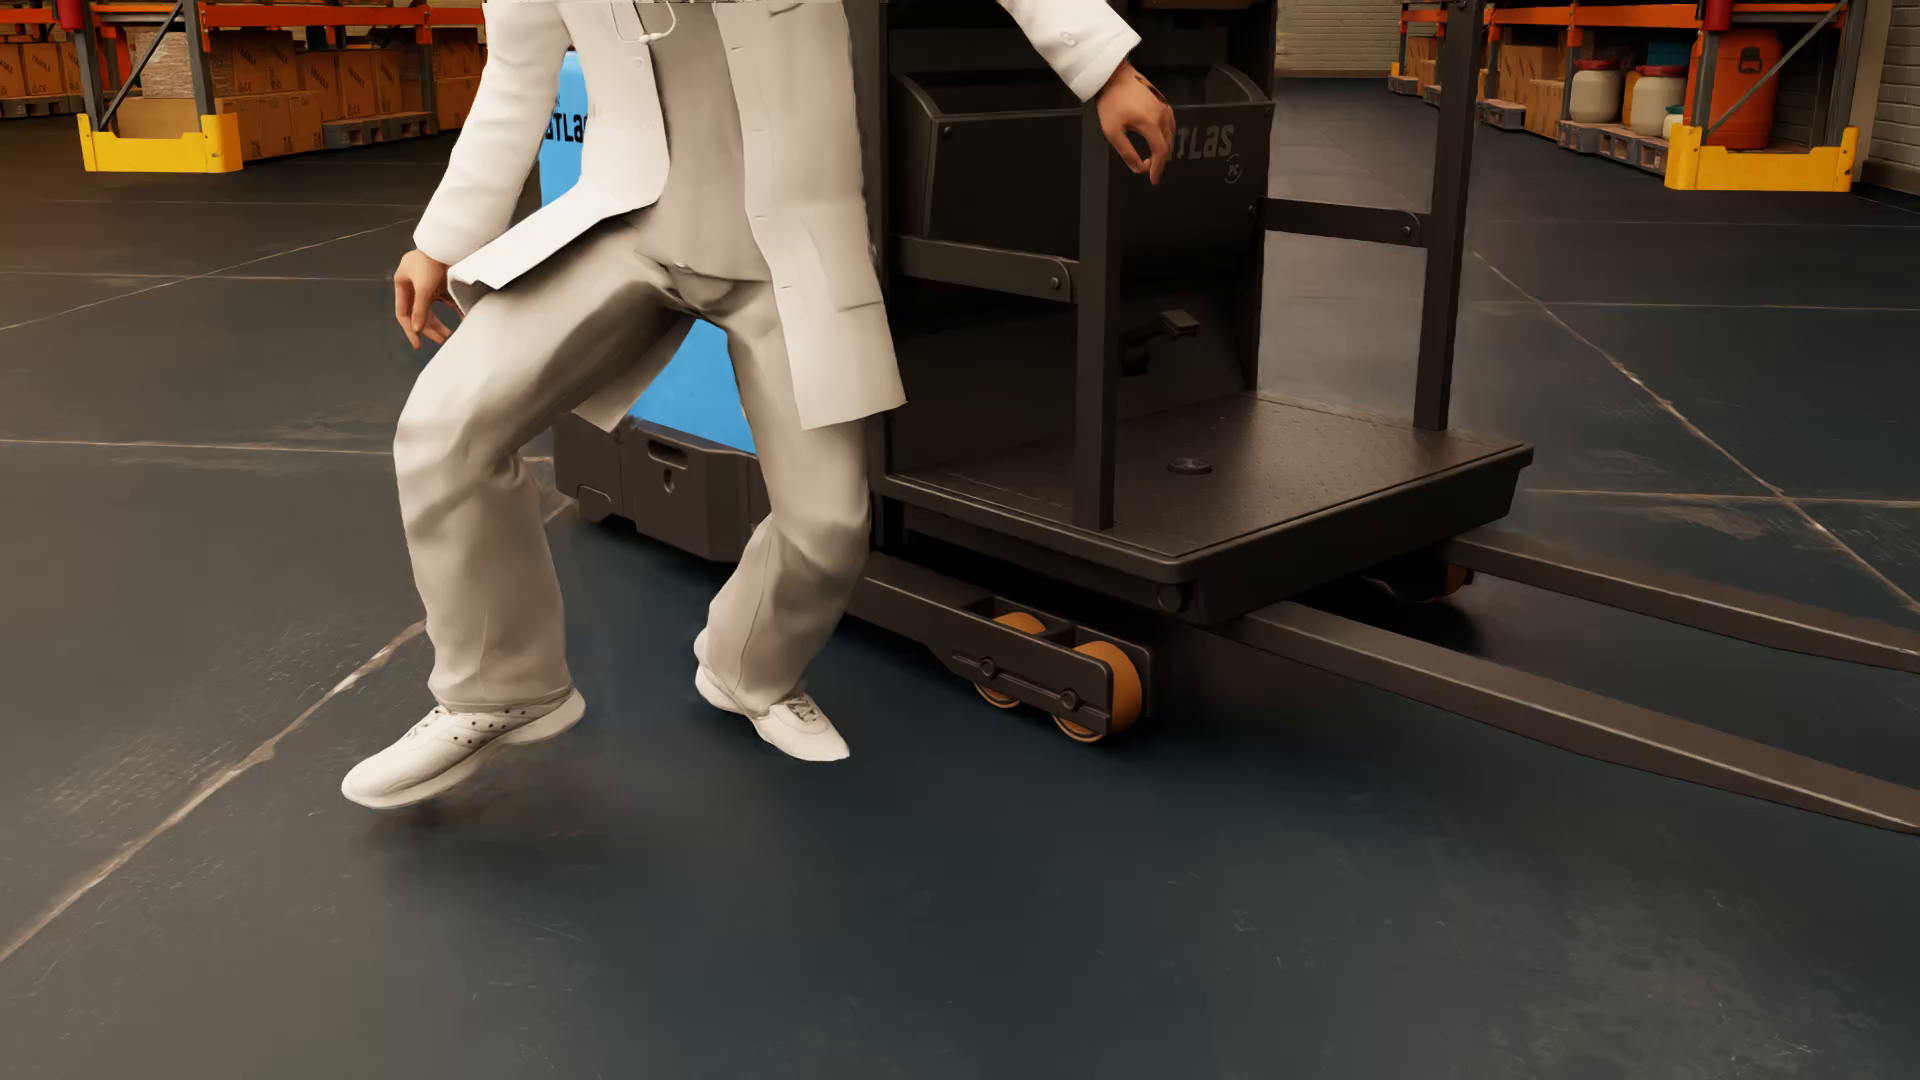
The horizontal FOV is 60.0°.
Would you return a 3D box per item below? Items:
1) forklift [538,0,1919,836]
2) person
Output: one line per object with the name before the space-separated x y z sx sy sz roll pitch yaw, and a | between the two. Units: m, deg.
forklift | 0.399 -1.235 2.869 1.130 2.935 3.031 -16 23 -40
person | -0.293 -0.402 2.426 1.195 1.694 0.589 0 18 1
